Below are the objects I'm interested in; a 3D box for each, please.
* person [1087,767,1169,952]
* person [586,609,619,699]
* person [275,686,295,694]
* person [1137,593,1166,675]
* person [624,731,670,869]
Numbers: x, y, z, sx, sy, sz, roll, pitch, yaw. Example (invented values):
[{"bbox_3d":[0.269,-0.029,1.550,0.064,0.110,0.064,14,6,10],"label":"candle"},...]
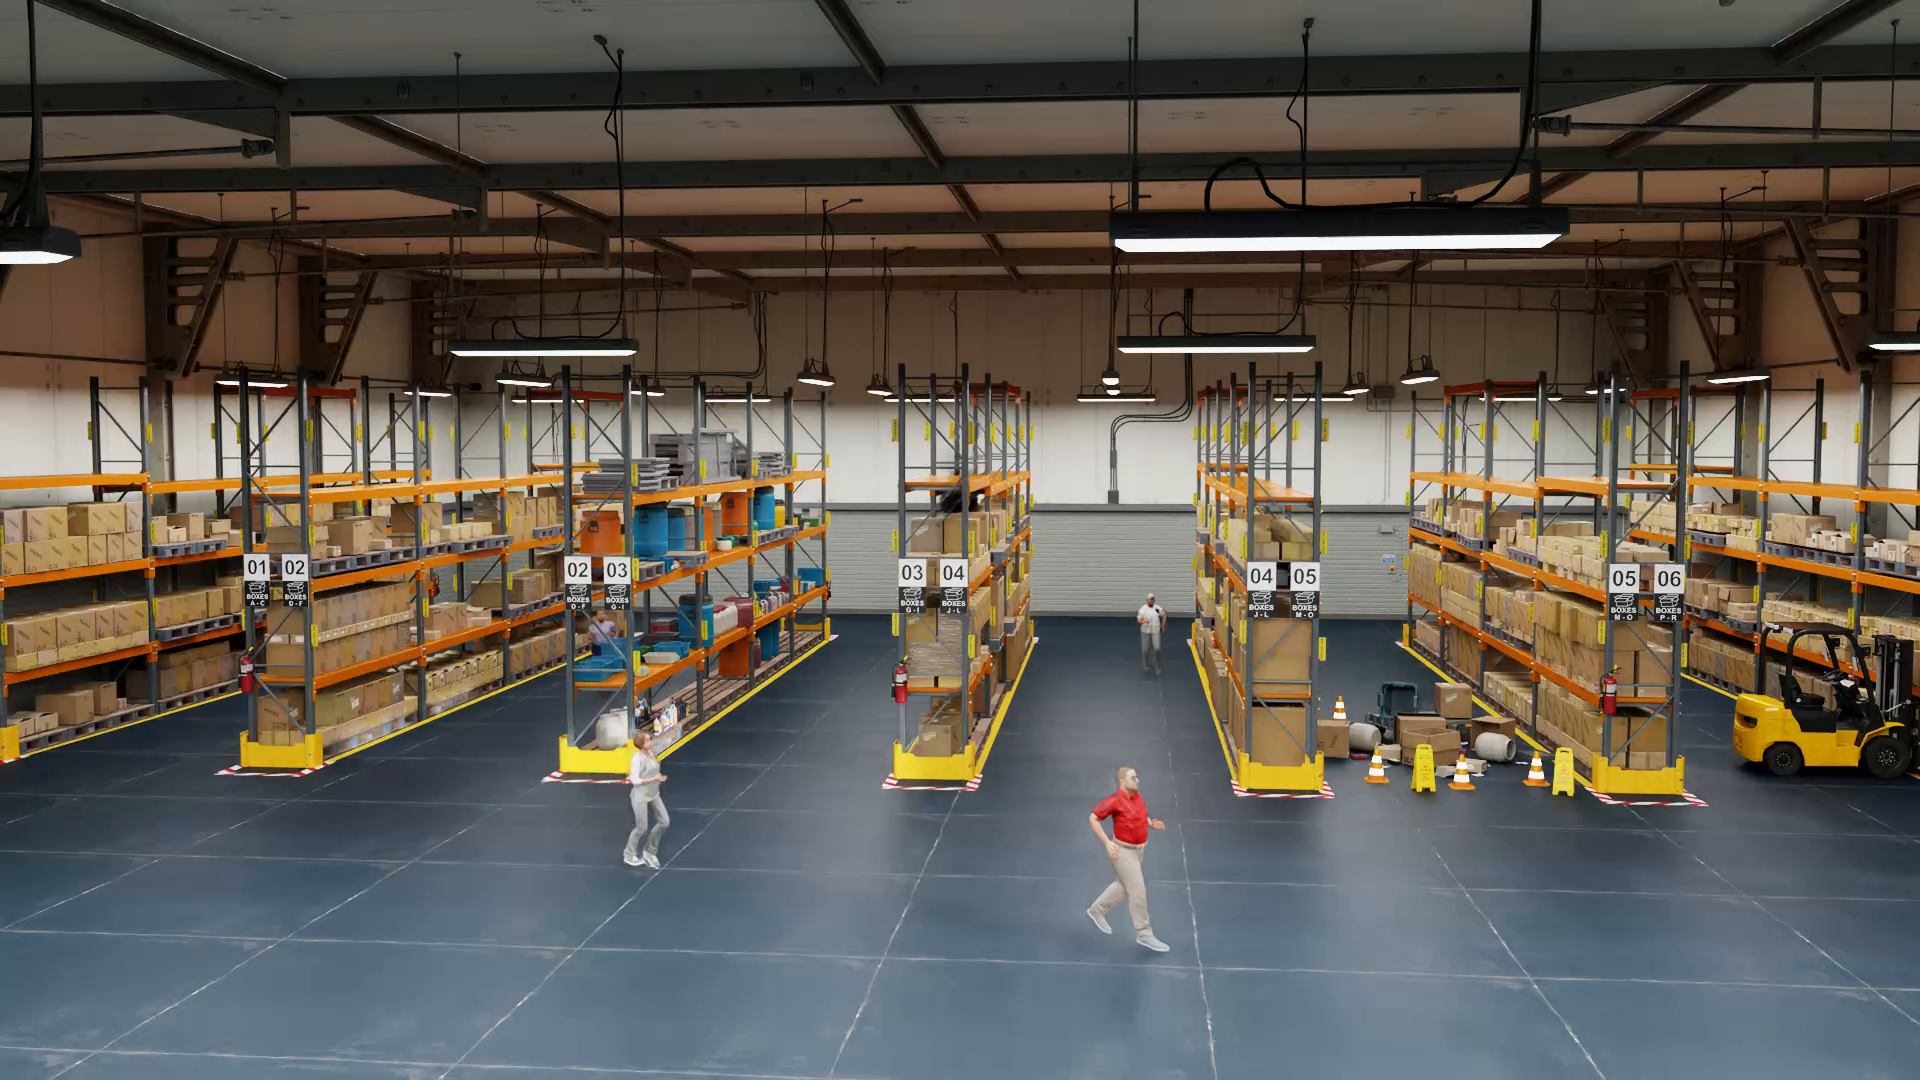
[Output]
[{"bbox_3d":[1.633,3.071,16.228,0.969,1.721,0.664,2,4,33],"label":"person"},{"bbox_3d":[-6.812,2.154,31.638,0.585,1.700,0.708,0,4,-3],"label":"person"},{"bbox_3d":[-11.410,2.349,28.203,0.562,1.682,0.867,0,4,-3],"label":"person"},{"bbox_3d":[3.982,1.963,34.597,0.605,1.698,0.702,0,4,6],"label":"person"},{"bbox_3d":[-3.581,2.982,19.040,0.639,1.608,0.517,2,4,25],"label":"person"}]
